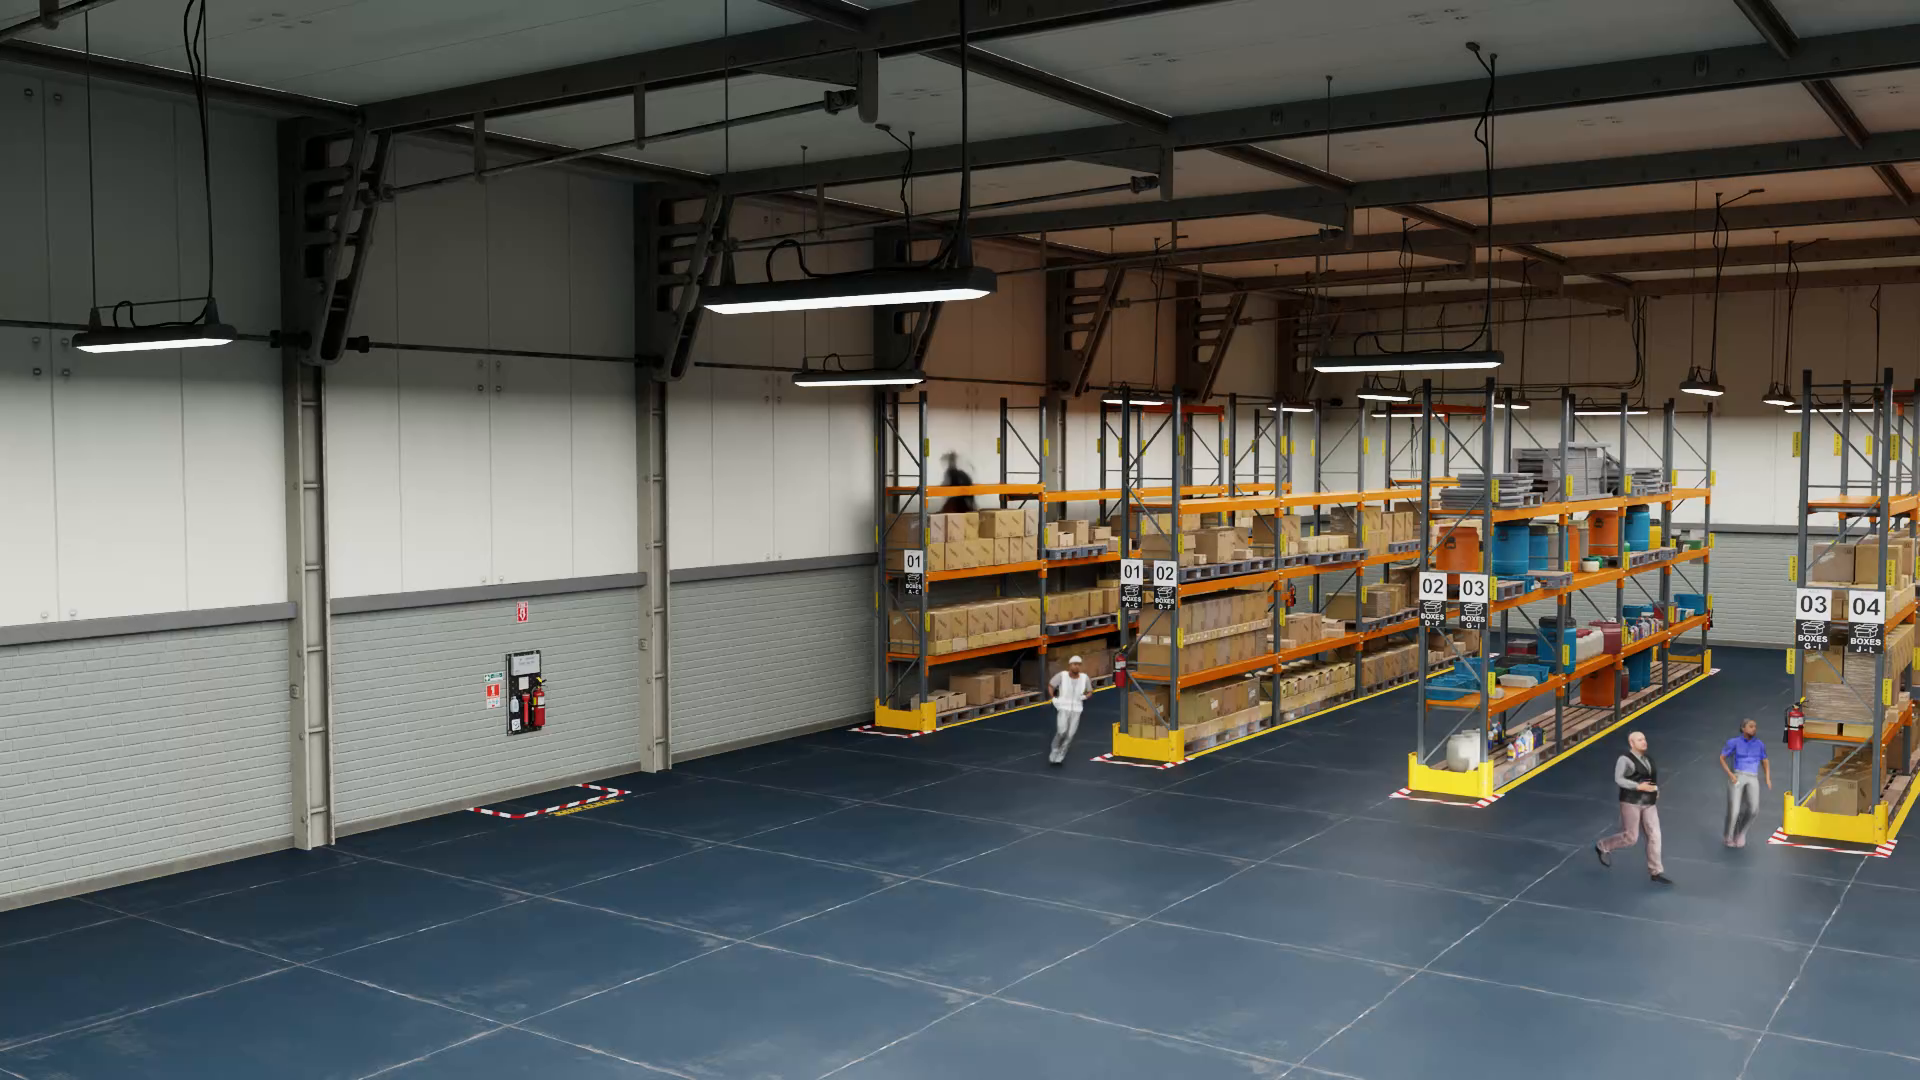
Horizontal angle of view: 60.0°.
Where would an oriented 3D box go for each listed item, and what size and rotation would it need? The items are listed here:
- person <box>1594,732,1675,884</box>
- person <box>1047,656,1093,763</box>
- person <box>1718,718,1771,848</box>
[{"bbox_3d":[7.882,3.069,19.290,0.681,1.688,0.990,-1,3,-24],"label":"person"},{"bbox_3d":[1.766,2.689,26.241,0.697,1.718,0.531,-1,3,-12],"label":"person"},{"bbox_3d":[9.844,3.051,20.822,0.632,1.612,0.547,1,3,11],"label":"person"}]
